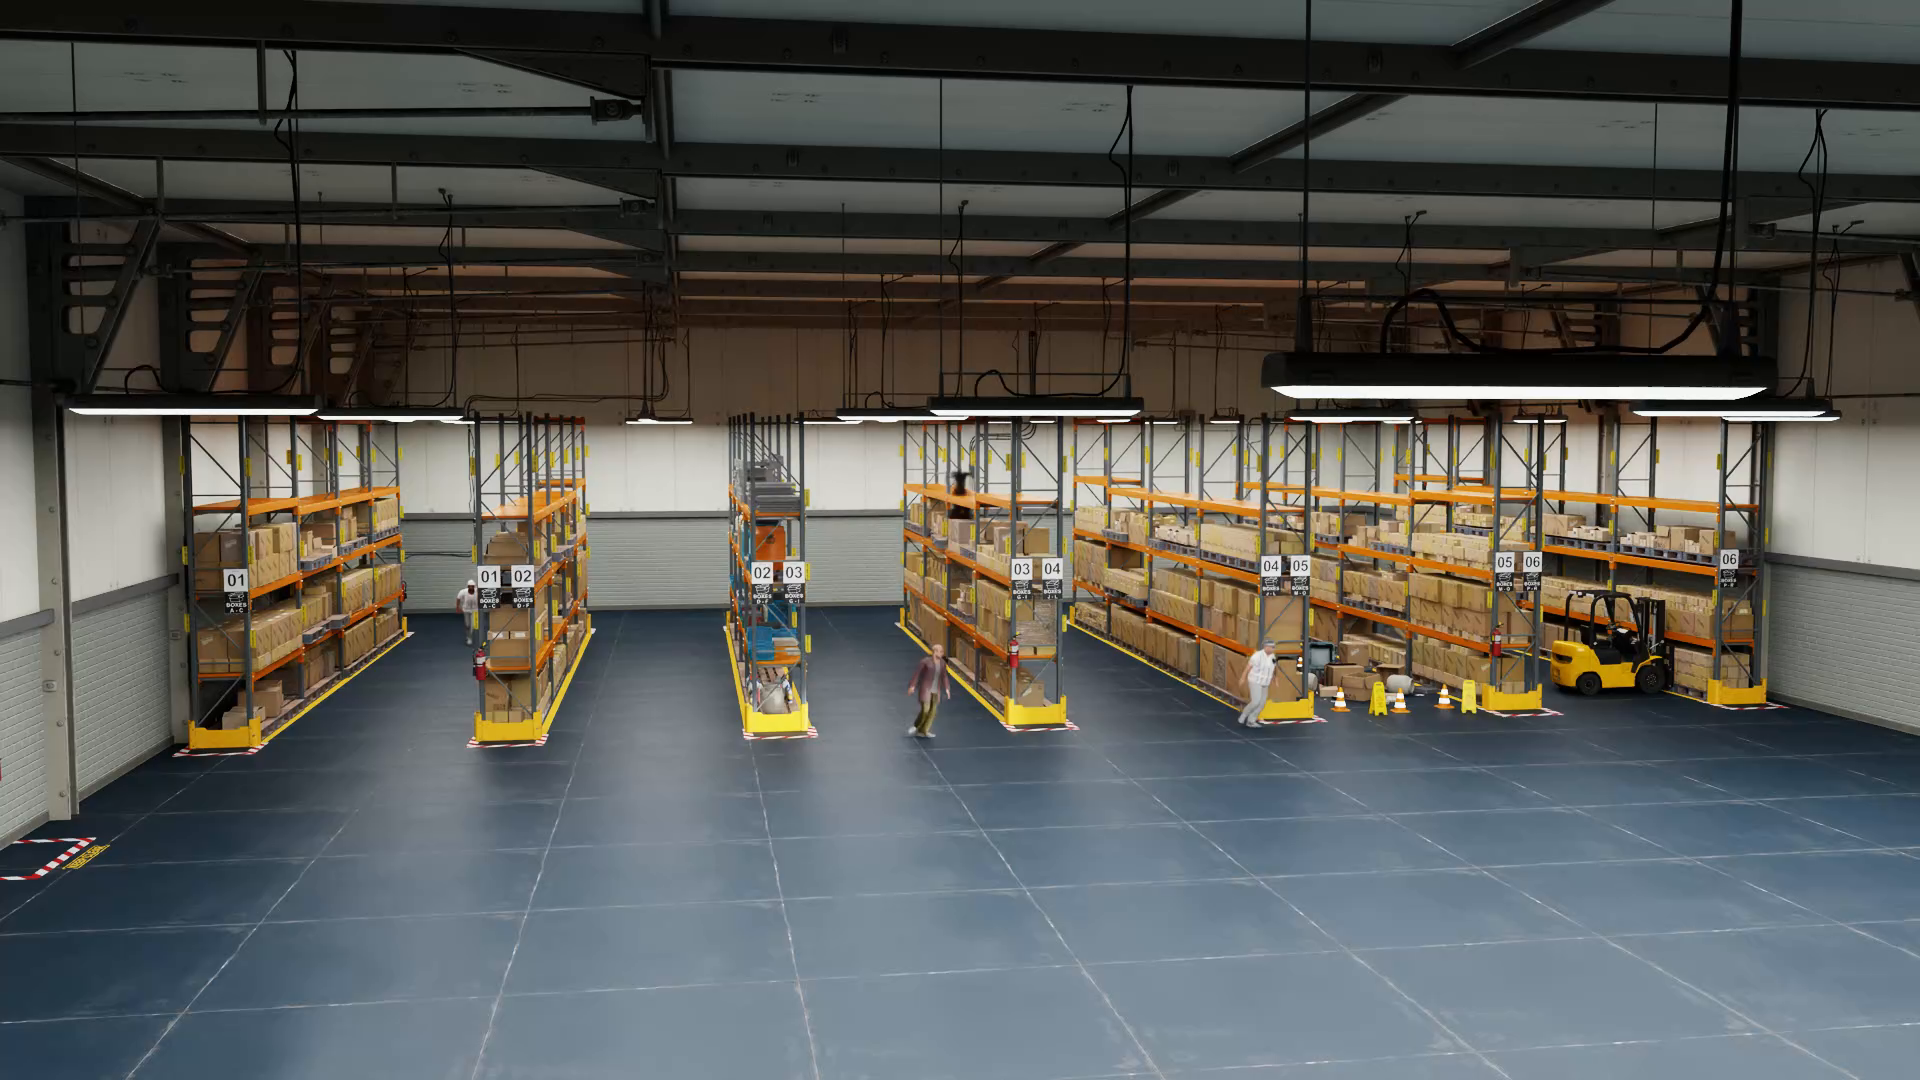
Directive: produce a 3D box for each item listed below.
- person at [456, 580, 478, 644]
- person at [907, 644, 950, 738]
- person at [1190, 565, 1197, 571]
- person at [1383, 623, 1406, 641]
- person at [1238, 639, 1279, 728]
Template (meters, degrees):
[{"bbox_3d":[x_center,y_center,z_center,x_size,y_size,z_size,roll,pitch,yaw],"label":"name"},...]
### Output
[{"bbox_3d":[-12.943,1.893,43.984,0.702,1.694,0.702,-2,4,-23],"label":"person"},{"bbox_3d":[-0.583,2.777,30.615,0.743,1.751,0.554,-3,5,-36],"label":"person"},{"bbox_3d":[7.280,1.424,51.741,0.674,1.562,0.531,-2,4,-26],"label":"person"},{"bbox_3d":[11.296,1.953,43.243,0.660,1.686,0.823,-1,4,-20],"label":"person"},{"bbox_3d":[5.686,2.742,31.693,0.711,1.705,0.613,-3,5,-38],"label":"person"}]
